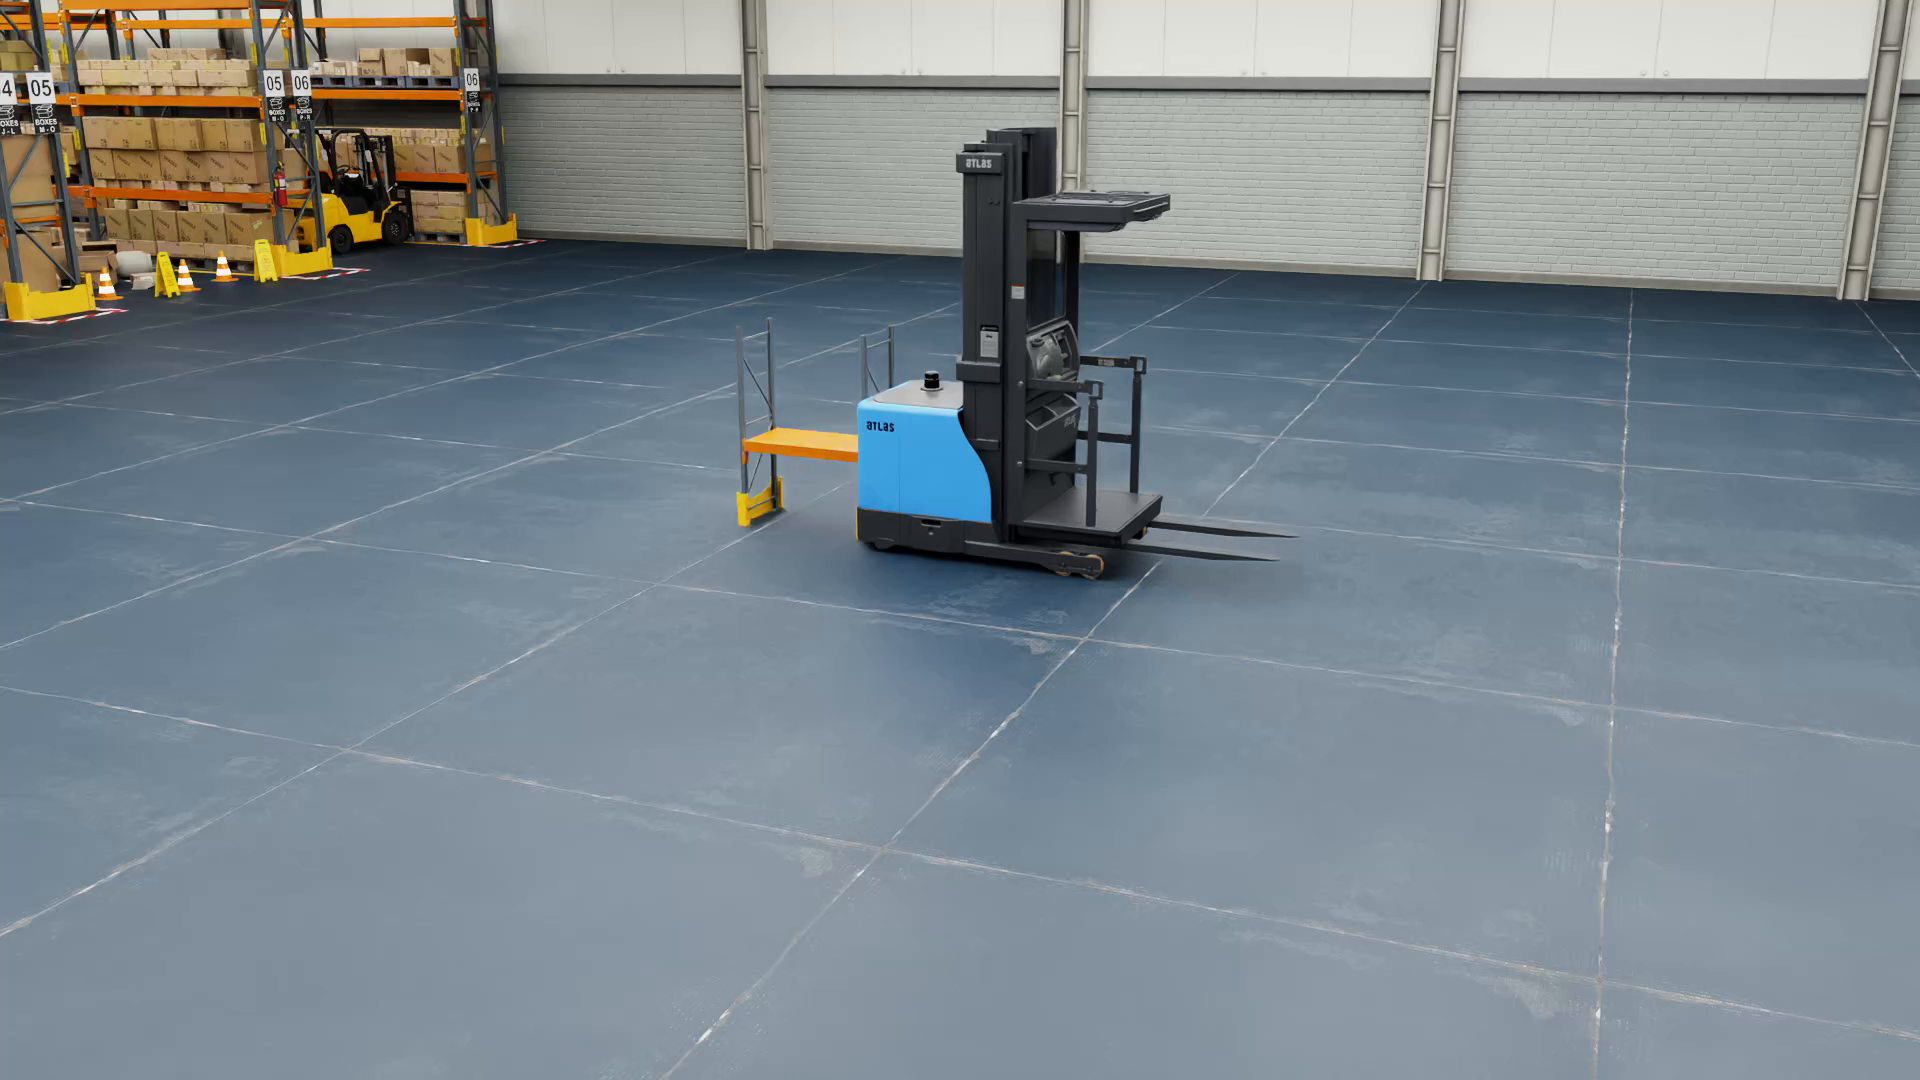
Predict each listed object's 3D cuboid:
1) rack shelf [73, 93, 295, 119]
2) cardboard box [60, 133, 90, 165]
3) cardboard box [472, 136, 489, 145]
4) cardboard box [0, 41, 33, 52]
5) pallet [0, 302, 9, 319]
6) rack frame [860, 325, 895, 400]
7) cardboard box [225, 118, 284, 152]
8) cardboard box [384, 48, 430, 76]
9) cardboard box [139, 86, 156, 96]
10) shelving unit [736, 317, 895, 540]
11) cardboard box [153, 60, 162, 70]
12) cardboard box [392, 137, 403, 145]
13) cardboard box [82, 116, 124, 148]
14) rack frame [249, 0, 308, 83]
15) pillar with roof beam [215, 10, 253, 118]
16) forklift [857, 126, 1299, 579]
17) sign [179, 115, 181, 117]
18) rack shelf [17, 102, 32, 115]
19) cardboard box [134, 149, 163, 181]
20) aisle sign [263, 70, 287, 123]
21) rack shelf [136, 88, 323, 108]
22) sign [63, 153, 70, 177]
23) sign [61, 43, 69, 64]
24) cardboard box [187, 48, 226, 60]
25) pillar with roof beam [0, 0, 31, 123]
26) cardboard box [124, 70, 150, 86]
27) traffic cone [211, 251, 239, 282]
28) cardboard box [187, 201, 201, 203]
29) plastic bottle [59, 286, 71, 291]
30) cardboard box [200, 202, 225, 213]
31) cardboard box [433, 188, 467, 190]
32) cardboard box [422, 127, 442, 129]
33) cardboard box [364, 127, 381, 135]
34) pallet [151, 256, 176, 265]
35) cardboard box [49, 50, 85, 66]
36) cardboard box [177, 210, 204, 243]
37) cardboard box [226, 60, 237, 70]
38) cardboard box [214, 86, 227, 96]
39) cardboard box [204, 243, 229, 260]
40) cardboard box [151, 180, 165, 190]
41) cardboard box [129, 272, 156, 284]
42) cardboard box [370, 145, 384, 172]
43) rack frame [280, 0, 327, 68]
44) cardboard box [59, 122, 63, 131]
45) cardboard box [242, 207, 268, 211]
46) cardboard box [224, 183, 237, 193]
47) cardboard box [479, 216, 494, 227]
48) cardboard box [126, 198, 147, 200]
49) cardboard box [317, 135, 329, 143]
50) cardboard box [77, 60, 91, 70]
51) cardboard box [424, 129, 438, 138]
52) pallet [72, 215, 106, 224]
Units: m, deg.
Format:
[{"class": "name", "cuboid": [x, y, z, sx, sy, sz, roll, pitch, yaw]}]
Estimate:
[{"class": "rack shelf", "cuboid": [-12.625, -7.139, 27.294, 4.000, 0.370, 1.077, 6, 17, 21]}, {"class": "cardboard box", "cuboid": [-14.999, -6.629, 28.161, 0.500, 0.500, 0.500, 6, 17, 20]}, {"class": "cardboard box", "cuboid": [-9.167, -7.588, 31.590, 0.250, 0.149, 0.380, 6, 17, 19]}, {"class": "cardboard box", "cuboid": [-12.680, -6.614, 22.285, 0.250, 0.149, 0.380, 6, 17, 21]}, {"class": "pallet", "cuboid": [-13.259, -3.267, 23.050, 1.213, 0.211, 1.003, 6, 17, 21]}, {"class": "rack frame", "cuboid": [-0.595, -0.792, 12.210, 0.032, 1.500, 0.500, 7, 17, 22]}, {"class": "cardboard box", "cuboid": [-11.320, -6.506, 26.697, 0.500, 0.500, 0.700, 6, 17, 19]}, {"class": "cardboard box", "cuboid": [-10.364, -8.978, 31.227, 0.500, 0.500, 0.700, 6, 17, 21]}, {"class": "cardboard box", "cuboid": [-13.118, -7.318, 27.072, 0.250, 0.149, 0.380, 6, 17, 20]}, {"class": "shelving unit", "cuboid": [-1.072, -0.848, 12.403, 1.083, 1.500, 0.587, 7, 17, 22]}, {"class": "cardboard box", "cuboid": [-12.836, -7.697, 26.946, 0.250, 0.149, 0.380, 7, 17, 22]}, {"class": "cardboard box", "cuboid": [-10.574, -7.574, 31.541, 0.250, 0.149, 0.380, 6, 17, 21]}, {"class": "cardboard box", "cuboid": [-14.156, -6.818, 27.773, 0.500, 0.500, 0.700, 6, 17, 20]}, {"class": "rack frame", "cuboid": [-10.764, -8.720, 26.071, 0.127, 3.000, 1.000, 6, 17, 21]}, {"class": "pillar with roof beam", "cuboid": [-16.425, -9.810, 29.825, 0.400, 9.000, 9.100, 6, 17, 21]}, {"class": "forklift", "cuboid": [0.827, -1.310, 11.430, 3.031, 2.935, 1.130, 7, 17, 22]}, {"class": "sign", "cuboid": [-16.188, -8.646, 34.498, 0.005, 0.325, 0.100, 6, 17, 21]}, {"class": "rack shelf", "cuboid": [-14.347, -5.845, 22.836, 4.000, 0.370, 1.077, 6, 17, 21]}, {"class": "cardboard box", "cuboid": [-13.240, -6.222, 27.513, 0.500, 0.500, 0.500, 6, 17, 20]}, {"class": "aisle sign", "cuboid": [-10.813, -7.006, 26.264, 0.004, 0.787, 0.394, 6, 17, 21]}, {"class": "rack shelf", "cuboid": [-14.528, -8.836, 33.139, 4.000, 0.370, 1.077, 6, 17, 21]}, {"class": "sign", "cuboid": [-12.277, -5.142, 22.811, 0.005, 0.325, 0.100, 6, 17, 21]}, {"class": "sign", "cuboid": [-14.686, -7.982, 27.274, 0.005, 0.325, 0.100, 6, 17, 21]}, {"class": "cardboard box", "cuboid": [-14.857, -9.442, 32.826, 0.500, 0.500, 0.500, 7, 17, 22]}, {"class": "pillar with roof beam", "cuboid": [-22.006, -10.424, 31.940, 0.400, 9.000, 9.100, 6, 17, 21]}, {"class": "cardboard box", "cuboid": [-13.232, -7.539, 27.117, 0.500, 0.250, 0.500, 6, 17, 21]}, {"class": "traffic cone", "cuboid": [-11.638, -4.330, 26.260, 0.334, 0.463, 0.336, 6, 17, 21]}, {"class": "cardboard box", "cuboid": [-15.203, -6.874, 33.979, 0.625, 0.625, 0.875, 7, 18, 22]}, {"class": "plastic bottle", "cuboid": [-13.510, -3.804, 25.168, 0.283, 0.061, 0.133, 0, 16, 1]}, {"class": "cardboard box", "cuboid": [-12.204, -5.453, 27.247, 0.250, 0.149, 0.380, 7, 17, 22]}, {"class": "cardboard box", "cuboid": [-9.790, -6.637, 32.040, 0.500, 0.250, 0.500, 6, 17, 21]}, {"class": "cardboard box", "cuboid": [-10.141, -7.828, 31.880, 0.250, 0.149, 0.380, 7, 18, 22]}, {"class": "cardboard box", "cuboid": [-11.252, -7.818, 31.846, 0.250, 0.149, 0.380, 6, 17, 20]}, {"class": "pallet", "cuboid": [-13.848, -4.850, 28.500, 1.213, 0.211, 1.003, 6, 17, 21]}, {"class": "cardboard box", "cuboid": [-15.071, -8.085, 27.882, 0.500, 0.250, 0.500, 7, 17, 22]}, {"class": "cardboard box", "cuboid": [-12.559, -5.201, 27.542, 0.500, 0.500, 0.500, 6, 17, 19]}, {"class": "cardboard box", "cuboid": [-11.413, -7.536, 26.394, 0.250, 0.149, 0.380, 7, 17, 22]}, {"class": "cardboard box", "cuboid": [-11.677, -7.176, 26.582, 0.250, 0.149, 0.380, 7, 18, 22]}, {"class": "cardboard box", "cuboid": [-12.094, -4.788, 27.466, 0.500, 0.250, 0.500, 6, 17, 21]}, {"class": "cardboard box", "cuboid": [-13.123, -5.879, 27.495, 0.250, 0.149, 0.380, 6, 17, 21]}, {"class": "cardboard box", "cuboid": [-12.724, -4.080, 25.962, 0.380, 0.149, 0.250, -12, 20, -37]}, {"class": "cardboard box", "cuboid": [-10.928, -7.314, 31.807, 0.500, 0.500, 0.500, 6, 17, 21]}, {"class": "rack frame", "cuboid": [-12.668, -10.417, 31.916, 0.127, 3.000, 1.000, 6, 17, 21]}, {"class": "cardboard box", "cuboid": [-15.841, -7.177, 28.885, 0.250, 0.149, 0.380, 7, 18, 24]}, {"class": "cardboard box", "cuboid": [-11.924, -5.289, 27.847, 0.500, 0.500, 0.500, 6, 17, 19]}, {"class": "cardboard box", "cuboid": [-11.698, -5.730, 26.983, 0.250, 0.149, 0.380, 6, 17, 20]}, {"class": "cardboard box", "cuboid": [-9.332, -6.109, 32.016, 0.500, 0.250, 0.500, 6, 17, 21]}, {"class": "cardboard box", "cuboid": [-16.861, -6.934, 34.409, 0.500, 0.500, 0.500, 7, 18, 22]}, {"class": "cardboard box", "cuboid": [-12.226, -7.769, 32.211, 0.250, 0.149, 0.380, 7, 17, 22]}, {"class": "cardboard box", "cuboid": [-14.312, -7.834, 27.420, 0.250, 0.149, 0.380, 6, 17, 20]}, {"class": "cardboard box", "cuboid": [-9.851, -7.648, 31.262, 0.250, 0.149, 0.380, 7, 17, 22]}, {"class": "pallet", "cuboid": [-18.200, -6.818, 35.279, 1.213, 0.211, 1.003, 6, 17, 21]}]
